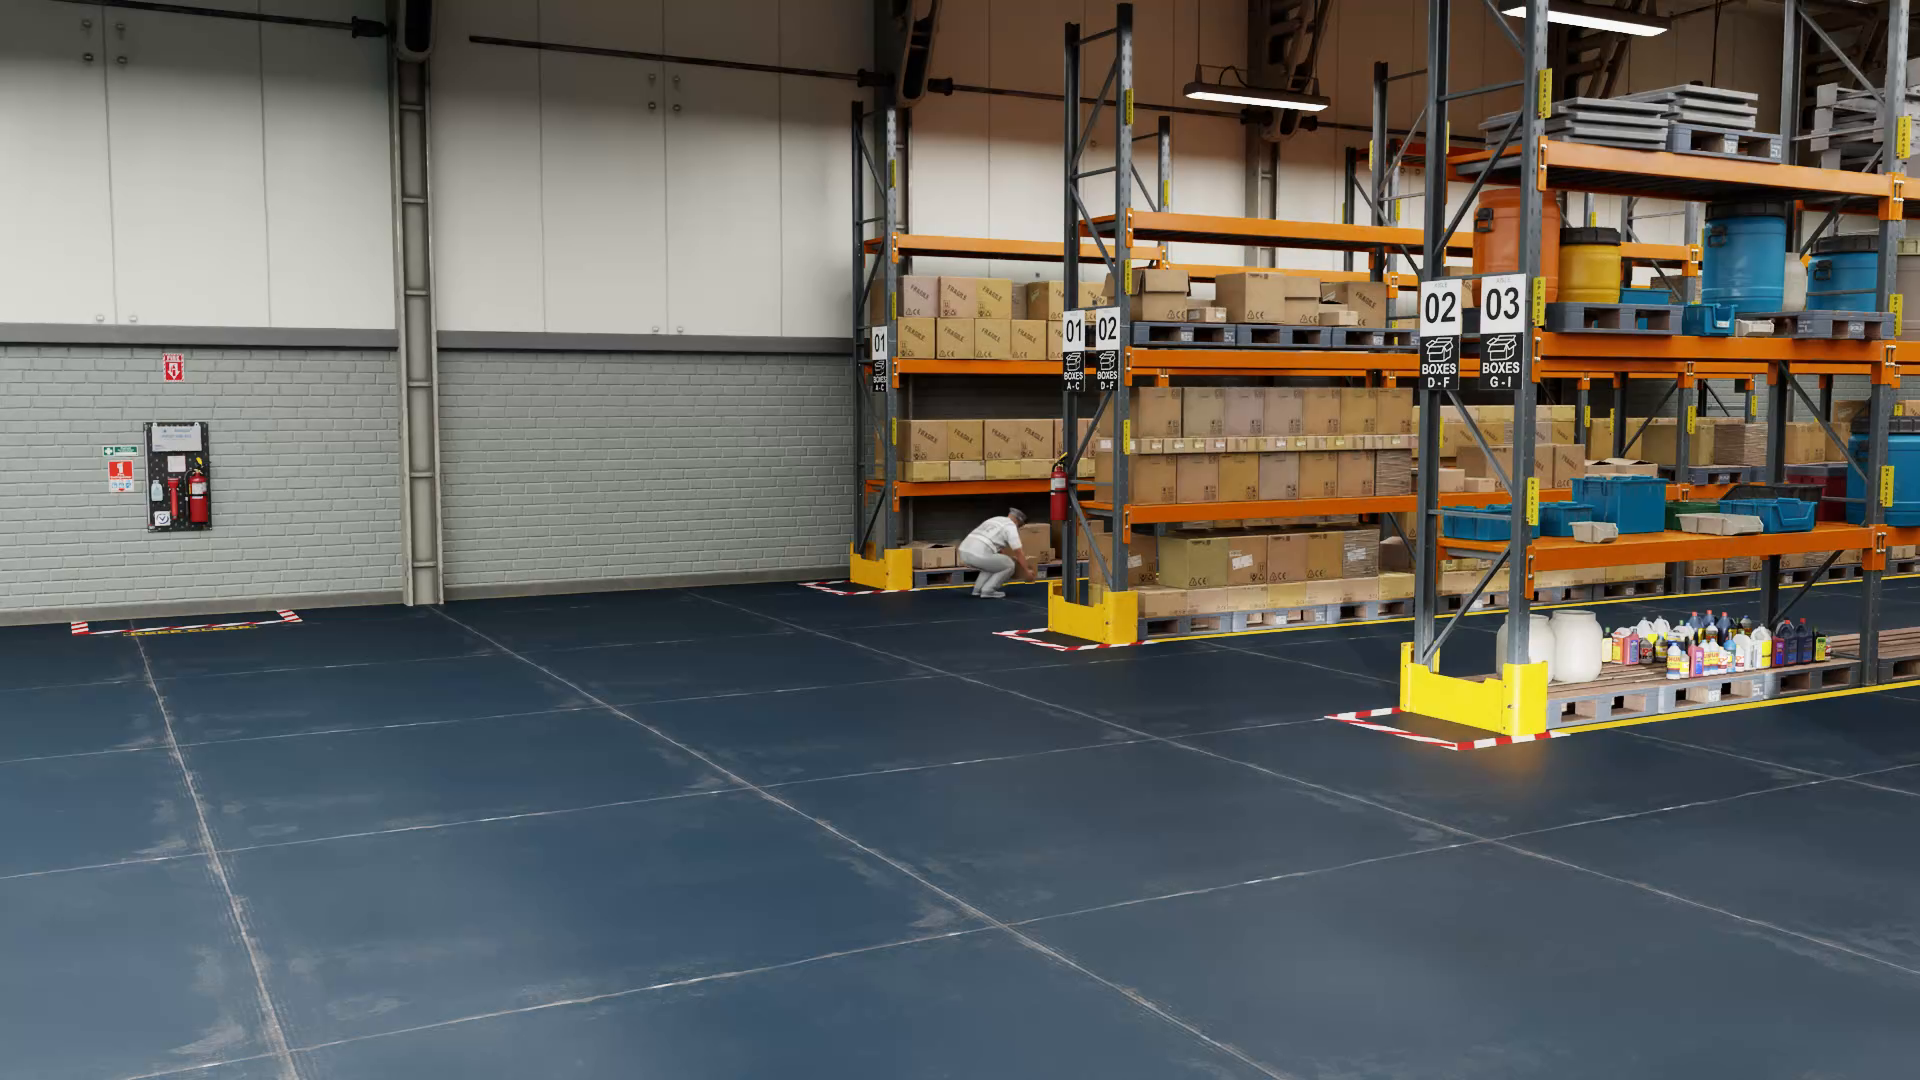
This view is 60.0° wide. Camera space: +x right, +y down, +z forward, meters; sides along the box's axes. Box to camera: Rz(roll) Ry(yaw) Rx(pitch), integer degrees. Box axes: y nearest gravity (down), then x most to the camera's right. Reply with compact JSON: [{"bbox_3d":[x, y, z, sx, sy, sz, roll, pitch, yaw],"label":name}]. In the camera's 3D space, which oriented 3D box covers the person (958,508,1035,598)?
[{"bbox_3d":[0.413,0.148,19.661,0.916,1.038,0.566,-3,6,-29],"label":"person"}]
